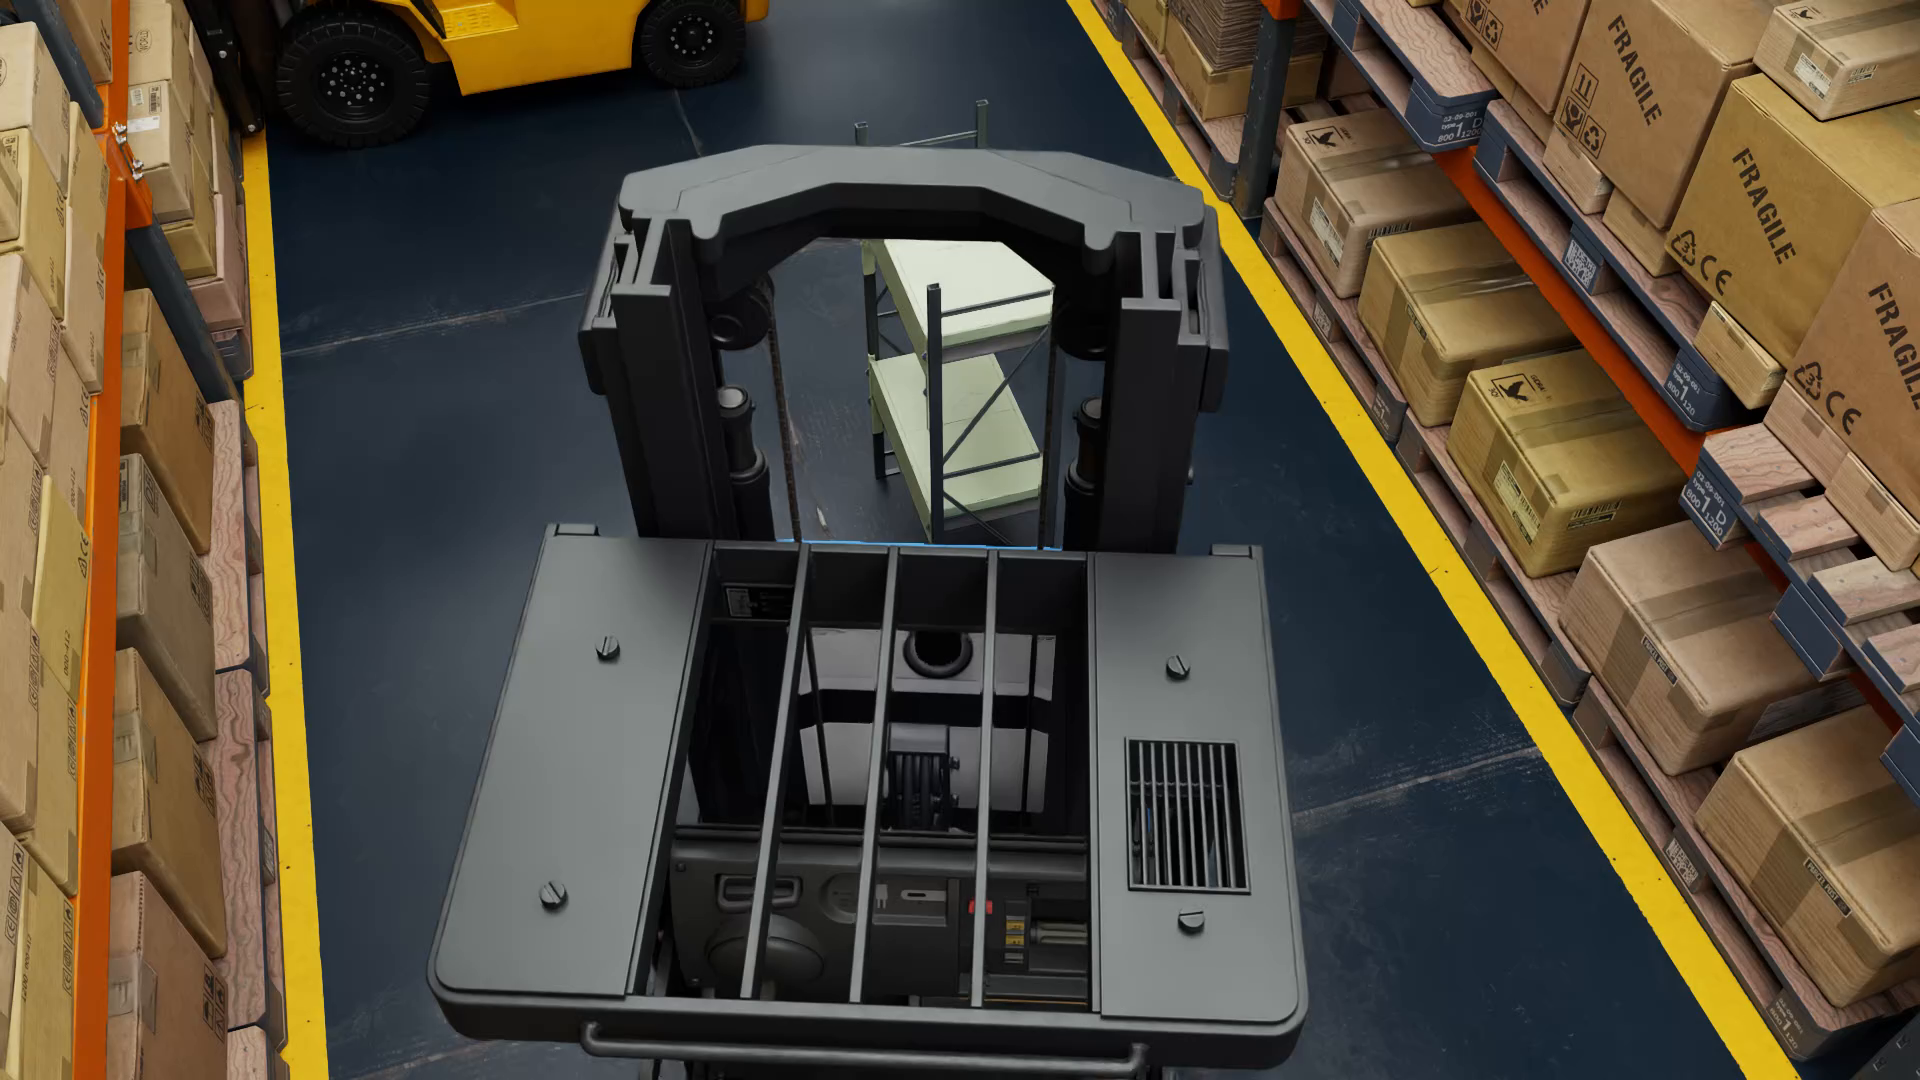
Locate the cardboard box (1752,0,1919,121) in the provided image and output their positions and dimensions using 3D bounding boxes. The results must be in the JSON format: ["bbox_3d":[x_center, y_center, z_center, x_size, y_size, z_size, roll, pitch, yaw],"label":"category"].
[{"bbox_3d":[2.054,-1.117,3.771,0.380,0.149,0.250,-16,52,-13],"label":"cardboard box"}]

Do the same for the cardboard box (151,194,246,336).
[{"bbox_3d":[-2.943,-0.987,6.144,0.500,0.250,0.500,-13,51,-11],"label":"cardboard box"}]

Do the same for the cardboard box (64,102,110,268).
[{"bbox_3d":[-2.717,-0.952,4.689,0.500,0.250,0.500,-12,51,-10],"label":"cardboard box"}]

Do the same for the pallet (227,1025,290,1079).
[{"bbox_3d":[-2.139,1.901,4.010,1.003,0.211,1.213,-13,51,-11],"label":"pallet"}]

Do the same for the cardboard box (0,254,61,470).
[{"bbox_3d":[-2.422,-0.373,3.874,0.500,0.250,0.500,-12,51,-10],"label":"cardboard box"}]

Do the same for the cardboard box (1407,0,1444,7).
[{"bbox_3d":[1.552,-1.830,5.220,0.380,0.149,0.250,-12,51,-10],"label":"cardboard box"}]

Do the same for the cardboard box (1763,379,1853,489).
[{"bbox_3d":[2.153,-0.293,3.925,0.380,0.149,0.250,-16,52,-13],"label":"cardboard box"}]

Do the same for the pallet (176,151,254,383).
[{"bbox_3d":[-3.311,-1.001,6.456,1.003,0.211,1.213,-13,51,-11],"label":"pallet"}]

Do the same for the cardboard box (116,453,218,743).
[{"bbox_3d":[-2.729,0.267,4.841,0.875,0.625,0.625,-14,51,-11],"label":"cardboard box"}]

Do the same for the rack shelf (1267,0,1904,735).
[{"bbox_3d":[2.216,-0.742,4.884,1.077,0.370,4.000,-13,51,-11],"label":"rack shelf"}]

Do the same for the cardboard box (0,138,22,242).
[{"bbox_3d":[-2.483,-0.815,3.985,0.380,0.149,0.250,-15,51,-12],"label":"cardboard box"}]

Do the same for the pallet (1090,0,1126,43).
[{"bbox_3d":[1.028,-2.911,8.066,1.003,0.211,1.213,-13,51,-11],"label":"pallet"}]

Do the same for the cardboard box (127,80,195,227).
[{"bbox_3d":[-2.959,-1.305,5.758,0.500,0.250,0.500,-14,51,-12],"label":"cardboard box"}]

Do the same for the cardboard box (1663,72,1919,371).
[{"bbox_3d":[2.094,-0.789,3.919,0.500,0.500,0.500,-16,52,-13],"label":"cardboard box"}]

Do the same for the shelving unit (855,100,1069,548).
[{"bbox_3d":[-0.002,-0.488,5.181,0.431,1.500,0.755,-13,51,-11],"label":"shelving unit"}]

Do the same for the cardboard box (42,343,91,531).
[{"bbox_3d":[-2.445,-0.217,4.069,0.500,0.250,0.500,-13,51,-11],"label":"cardboard box"}]

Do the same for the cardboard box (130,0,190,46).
[{"bbox_3d":[-3.259,-2.042,6.379,0.500,0.250,0.500,-12,51,-10],"label":"cardboard box"}]

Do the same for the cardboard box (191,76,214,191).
[{"bbox_3d":[-3.115,-1.510,6.258,0.500,0.250,0.500,-14,51,-11],"label":"cardboard box"}]

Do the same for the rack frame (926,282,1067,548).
[{"bbox_3d":[0.106,-0.221,4.955,0.400,1.500,0.023,-13,51,-11],"label":"rack frame"}]

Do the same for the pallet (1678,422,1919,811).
[{"bbox_3d":[2.495,0.052,3.870,1.213,0.211,1.003,-13,51,-11],"label":"pallet"}]

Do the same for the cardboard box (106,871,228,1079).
[{"bbox_3d":[-2.305,1.308,3.964,0.875,0.625,0.625,-12,51,-10],"label":"cardboard box"}]

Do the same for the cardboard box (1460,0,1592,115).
[{"bbox_3d":[1.771,-1.561,4.569,0.500,0.500,0.500,-14,51,-11],"label":"cardboard box"}]

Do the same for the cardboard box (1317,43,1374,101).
[{"bbox_3d":[1.708,-2.176,7.146,0.500,0.250,0.500,-15,52,-13],"label":"cardboard box"}]

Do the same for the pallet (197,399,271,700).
[{"bbox_3d":[-2.861,0.118,5.512,1.003,0.211,1.213,-13,51,-11],"label":"pallet"}]

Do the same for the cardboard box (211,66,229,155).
[{"bbox_3d":[-3.274,-1.726,6.767,0.500,0.250,0.500,-13,51,-10],"label":"cardboard box"}]

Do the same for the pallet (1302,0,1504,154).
[{"bbox_3d":[1.712,-1.782,5.416,1.003,0.211,1.213,-13,51,-11],"label":"pallet"}]

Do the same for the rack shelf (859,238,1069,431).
[{"bbox_3d":[-0.002,-0.740,4.882,0.431,0.370,0.720,-13,51,-11],"label":"rack shelf"}]

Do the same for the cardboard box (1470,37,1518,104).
[{"bbox_3d":[1.745,-1.443,4.894,0.380,0.149,0.250,-13,51,-10],"label":"cardboard box"}]

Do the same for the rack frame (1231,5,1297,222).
[{"bbox_3d":[1.625,-2.435,5.841,1.000,3.000,0.127,-13,51,-11],"label":"rack frame"}]

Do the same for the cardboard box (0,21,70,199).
[{"bbox_3d":[-2.726,-1.122,4.505,0.500,0.250,0.500,-14,51,-12],"label":"cardboard box"}]

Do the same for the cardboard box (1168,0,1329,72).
[{"bbox_3d":[1.193,-2.297,6.758,0.500,0.500,0.500,-14,51,-11],"label":"cardboard box"}]

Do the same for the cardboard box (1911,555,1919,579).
[{"bbox_3d":[2.338,0.067,3.622,0.380,0.149,0.250,-13,51,-10],"label":"cardboard box"}]

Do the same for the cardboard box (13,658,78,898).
[{"bbox_3d":[-2.134,0.538,3.433,0.500,0.250,0.500,-15,51,-12],"label":"cardboard box"}]

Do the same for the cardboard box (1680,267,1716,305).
[{"bbox_3d":[2.105,-0.703,4.270,0.380,0.149,0.250,-13,51,-11],"label":"cardboard box"}]

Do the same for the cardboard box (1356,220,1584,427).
[{"bbox_3d":[1.998,-0.816,5.920,0.950,0.372,0.625,-10,51,-9],"label":"cardboard box"}]

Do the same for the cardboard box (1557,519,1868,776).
[{"bbox_3d":[2.424,0.246,5.024,0.950,0.372,0.625,-14,51,-12],"label":"cardboard box"}]

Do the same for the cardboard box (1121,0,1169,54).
[{"bbox_3d":[1.026,-2.441,7.370,0.500,0.250,0.500,-15,51,-12],"label":"cardboard box"}]

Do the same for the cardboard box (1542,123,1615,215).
[{"bbox_3d":[1.845,-1.056,4.568,0.380,0.149,0.250,-12,51,-10],"label":"cardboard box"}]

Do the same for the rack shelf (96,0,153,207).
[{"bbox_3d":[-3.707,-2.539,6.399,1.077,0.370,4.000,-13,51,-11],"label":"rack shelf"}]

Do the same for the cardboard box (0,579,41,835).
[{"bbox_3d":[-2.115,0.367,3.249,0.500,0.250,0.500,-14,51,-12],"label":"cardboard box"}]

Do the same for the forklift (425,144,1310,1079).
[{"bbox_3d":[-0.099,0.887,3.086,1.130,2.935,3.031,2,50,2],"label":"forklift"}]

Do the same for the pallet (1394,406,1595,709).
[{"bbox_3d":[2.221,-0.075,5.675,1.003,0.211,1.213,-13,51,-11],"label":"pallet"}]
